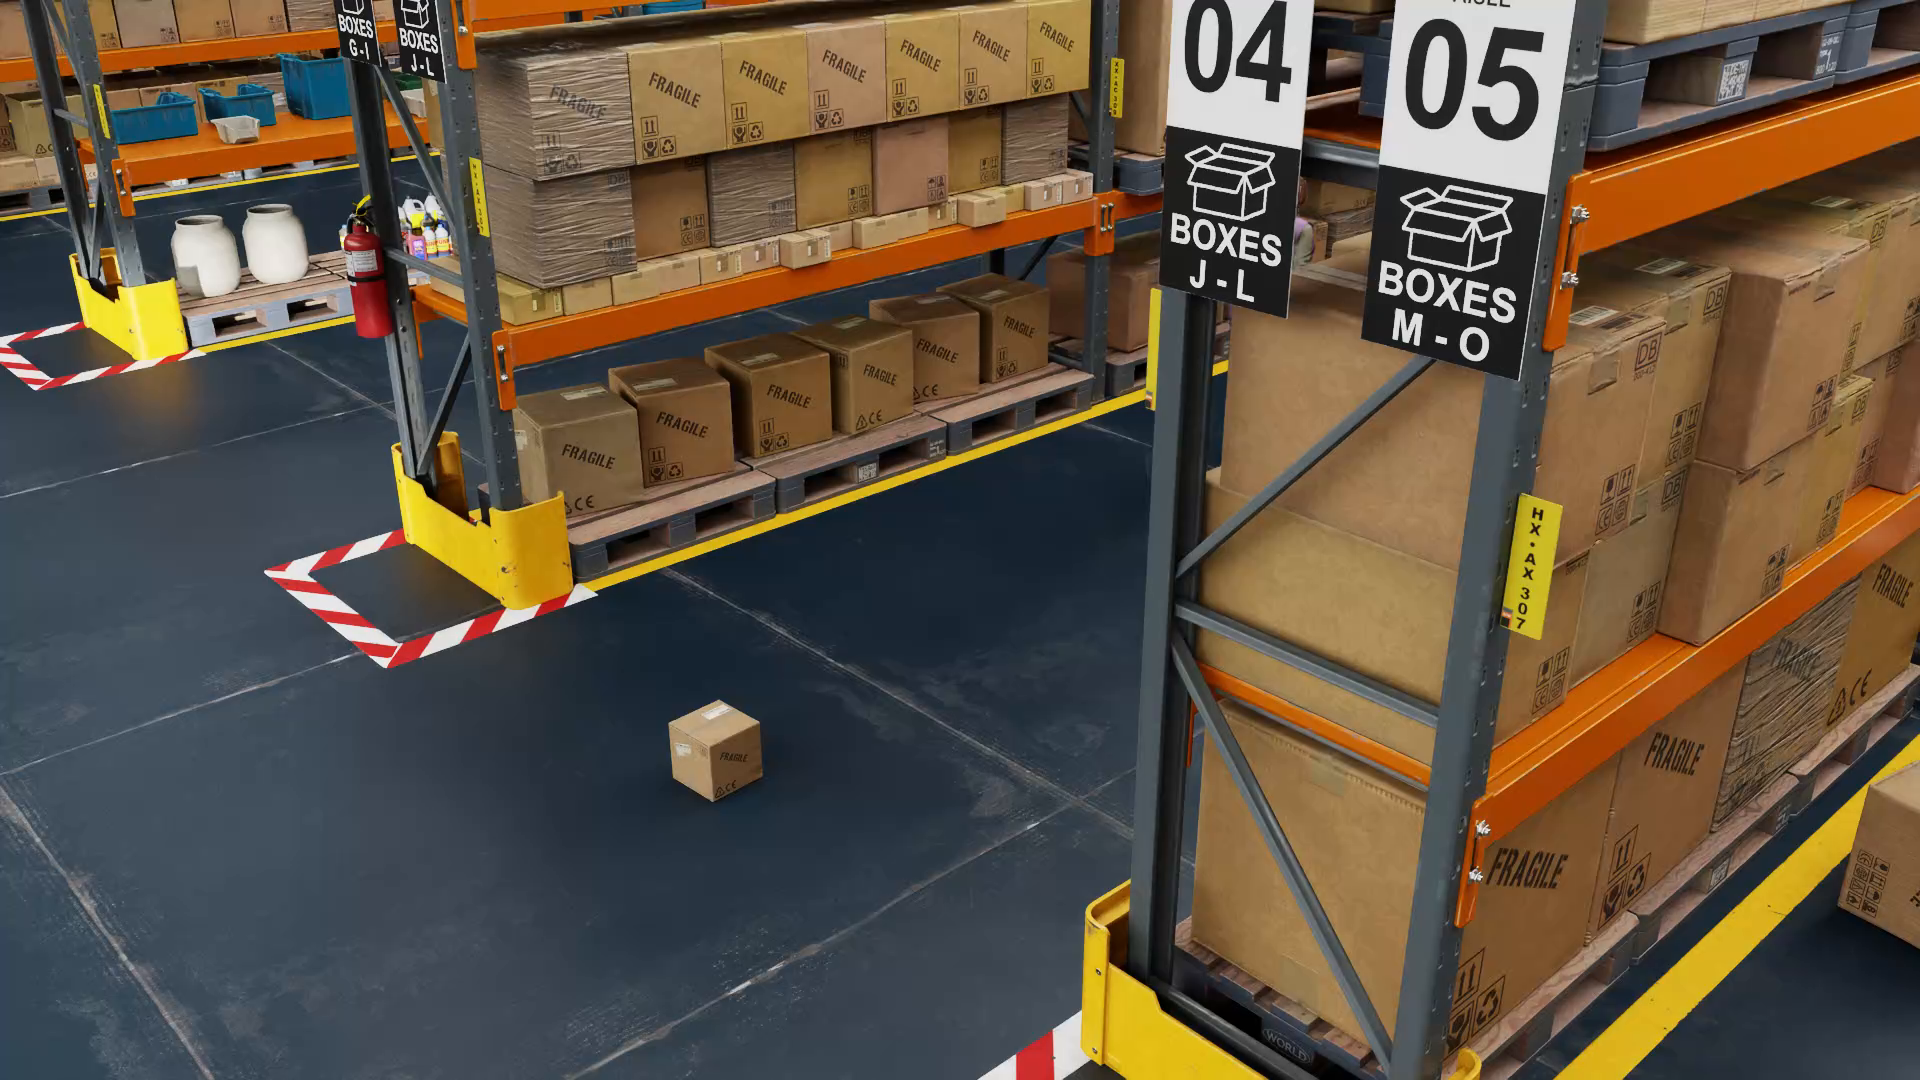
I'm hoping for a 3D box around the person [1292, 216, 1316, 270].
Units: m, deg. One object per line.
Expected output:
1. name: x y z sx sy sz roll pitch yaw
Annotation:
1. person: 1.873 -1.232 9.537 0.351 1.343 0.807 19 31 35
